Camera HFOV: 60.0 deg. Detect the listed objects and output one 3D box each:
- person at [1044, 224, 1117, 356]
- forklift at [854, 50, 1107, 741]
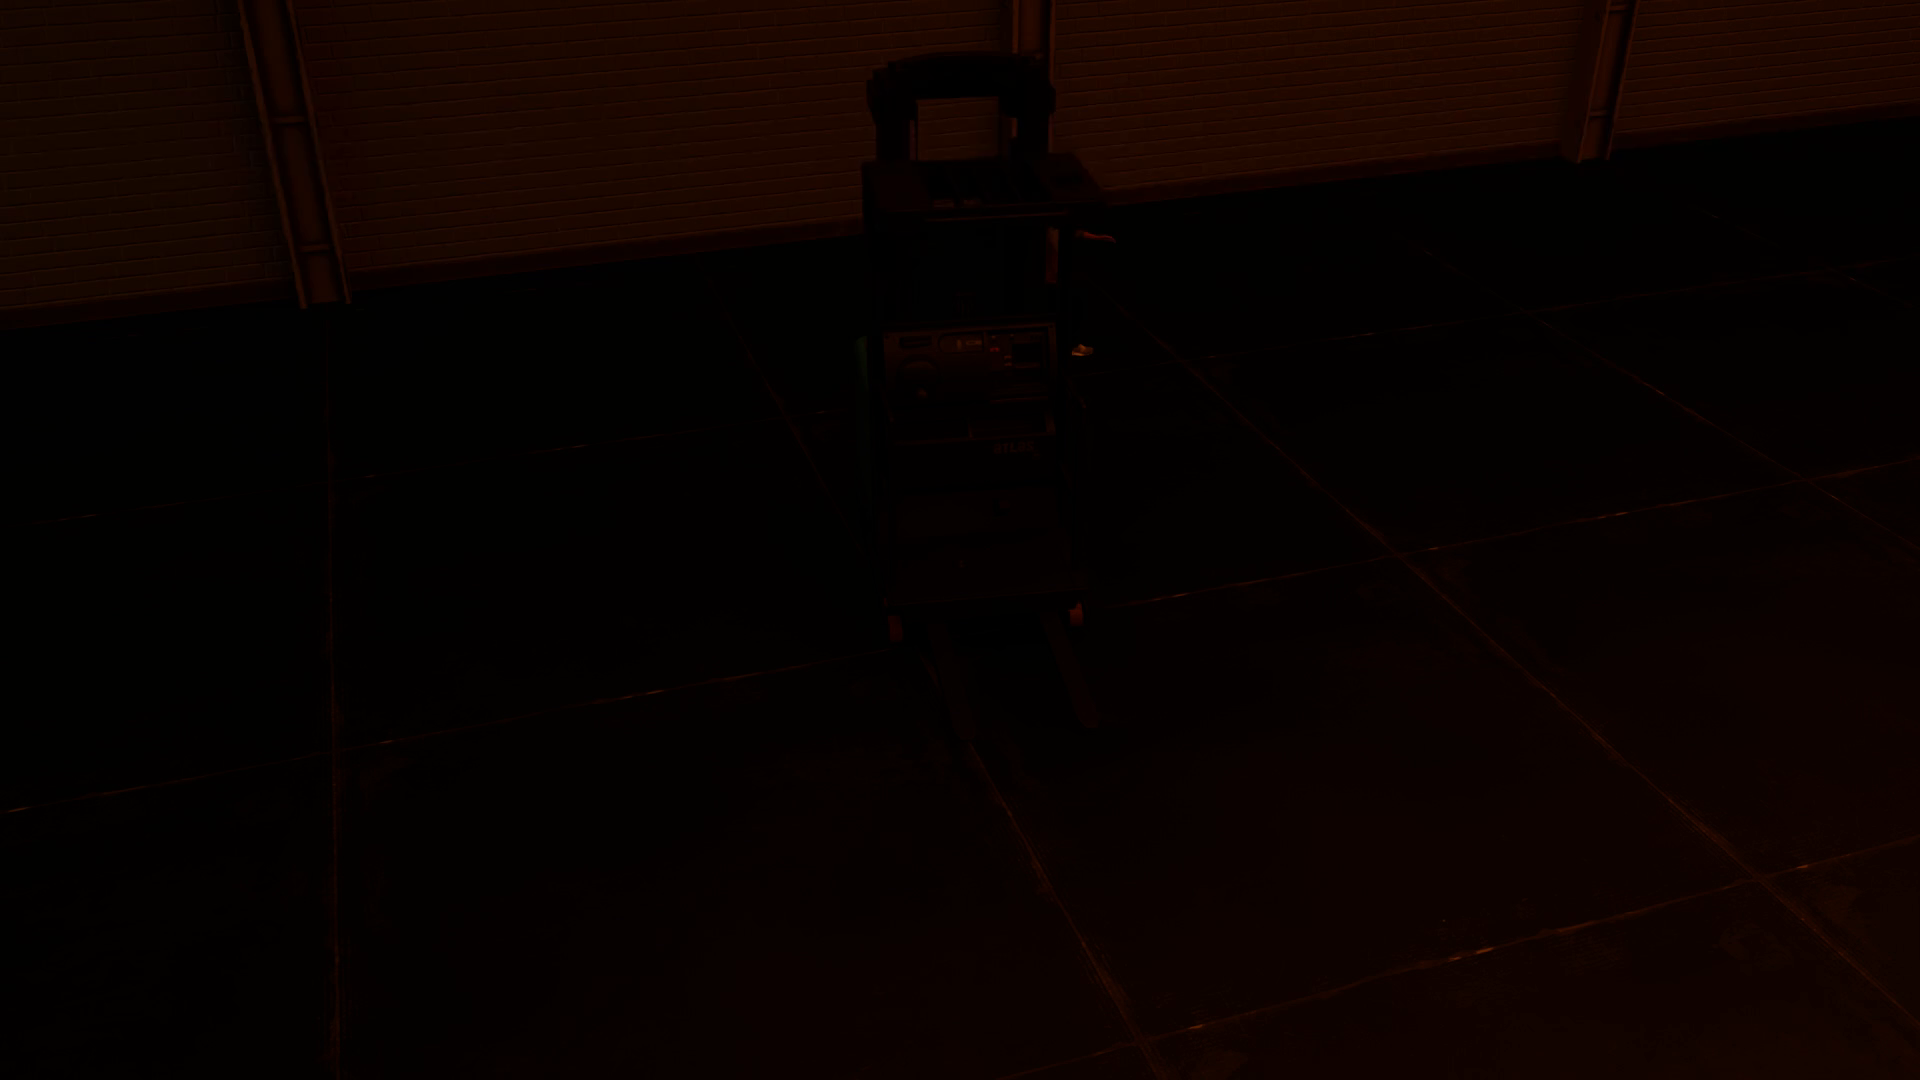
[{"bbox_3d":[0.808,-1.917,11.913,0.764,1.479,0.704,-11,32,-18],"label":"person"},{"bbox_3d":[0.092,-0.895,8.643,1.130,2.935,3.031,-5,30,-8],"label":"forklift"}]
